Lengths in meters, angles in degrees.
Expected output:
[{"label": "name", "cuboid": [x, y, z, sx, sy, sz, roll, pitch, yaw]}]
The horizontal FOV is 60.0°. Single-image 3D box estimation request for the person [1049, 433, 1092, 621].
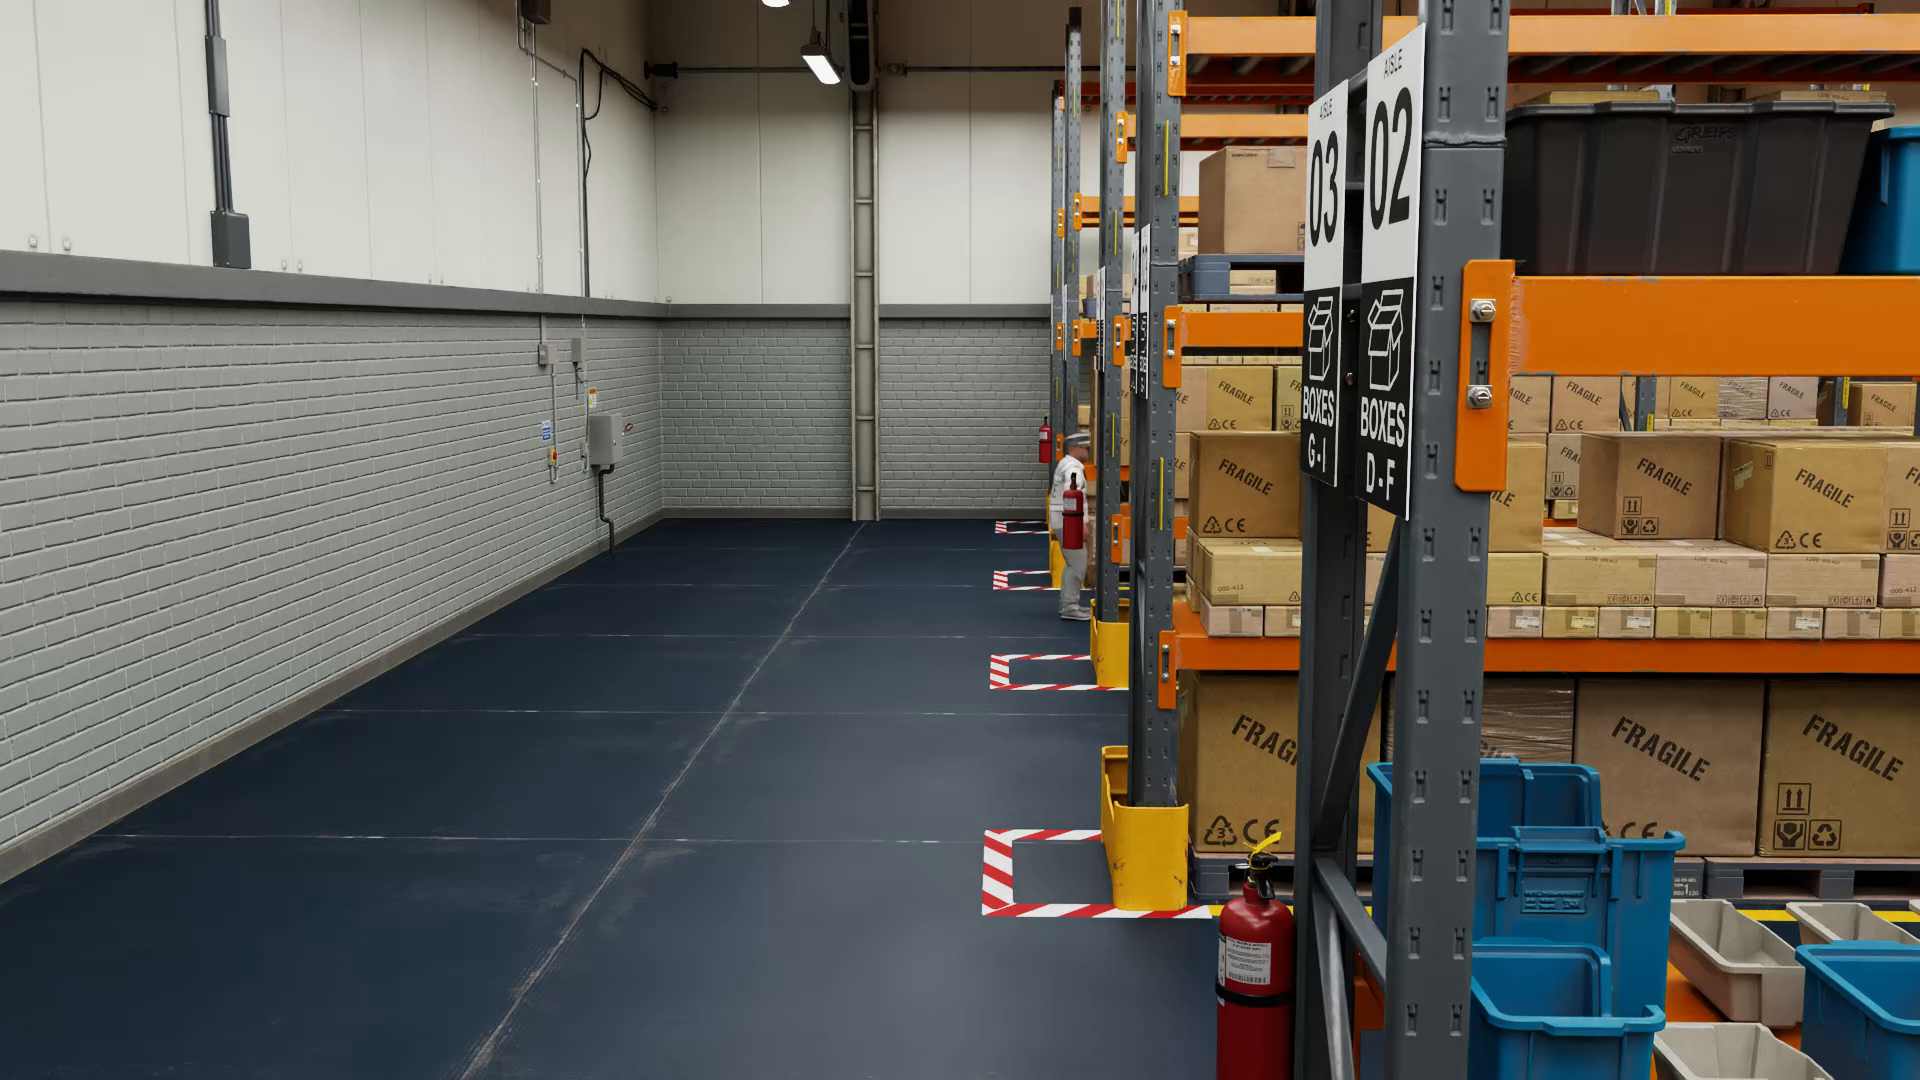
[{"label": "person", "cuboid": [1.062, -0.137, 15.807, 0.434, 1.752, 0.566, 0, 7, 0]}]
